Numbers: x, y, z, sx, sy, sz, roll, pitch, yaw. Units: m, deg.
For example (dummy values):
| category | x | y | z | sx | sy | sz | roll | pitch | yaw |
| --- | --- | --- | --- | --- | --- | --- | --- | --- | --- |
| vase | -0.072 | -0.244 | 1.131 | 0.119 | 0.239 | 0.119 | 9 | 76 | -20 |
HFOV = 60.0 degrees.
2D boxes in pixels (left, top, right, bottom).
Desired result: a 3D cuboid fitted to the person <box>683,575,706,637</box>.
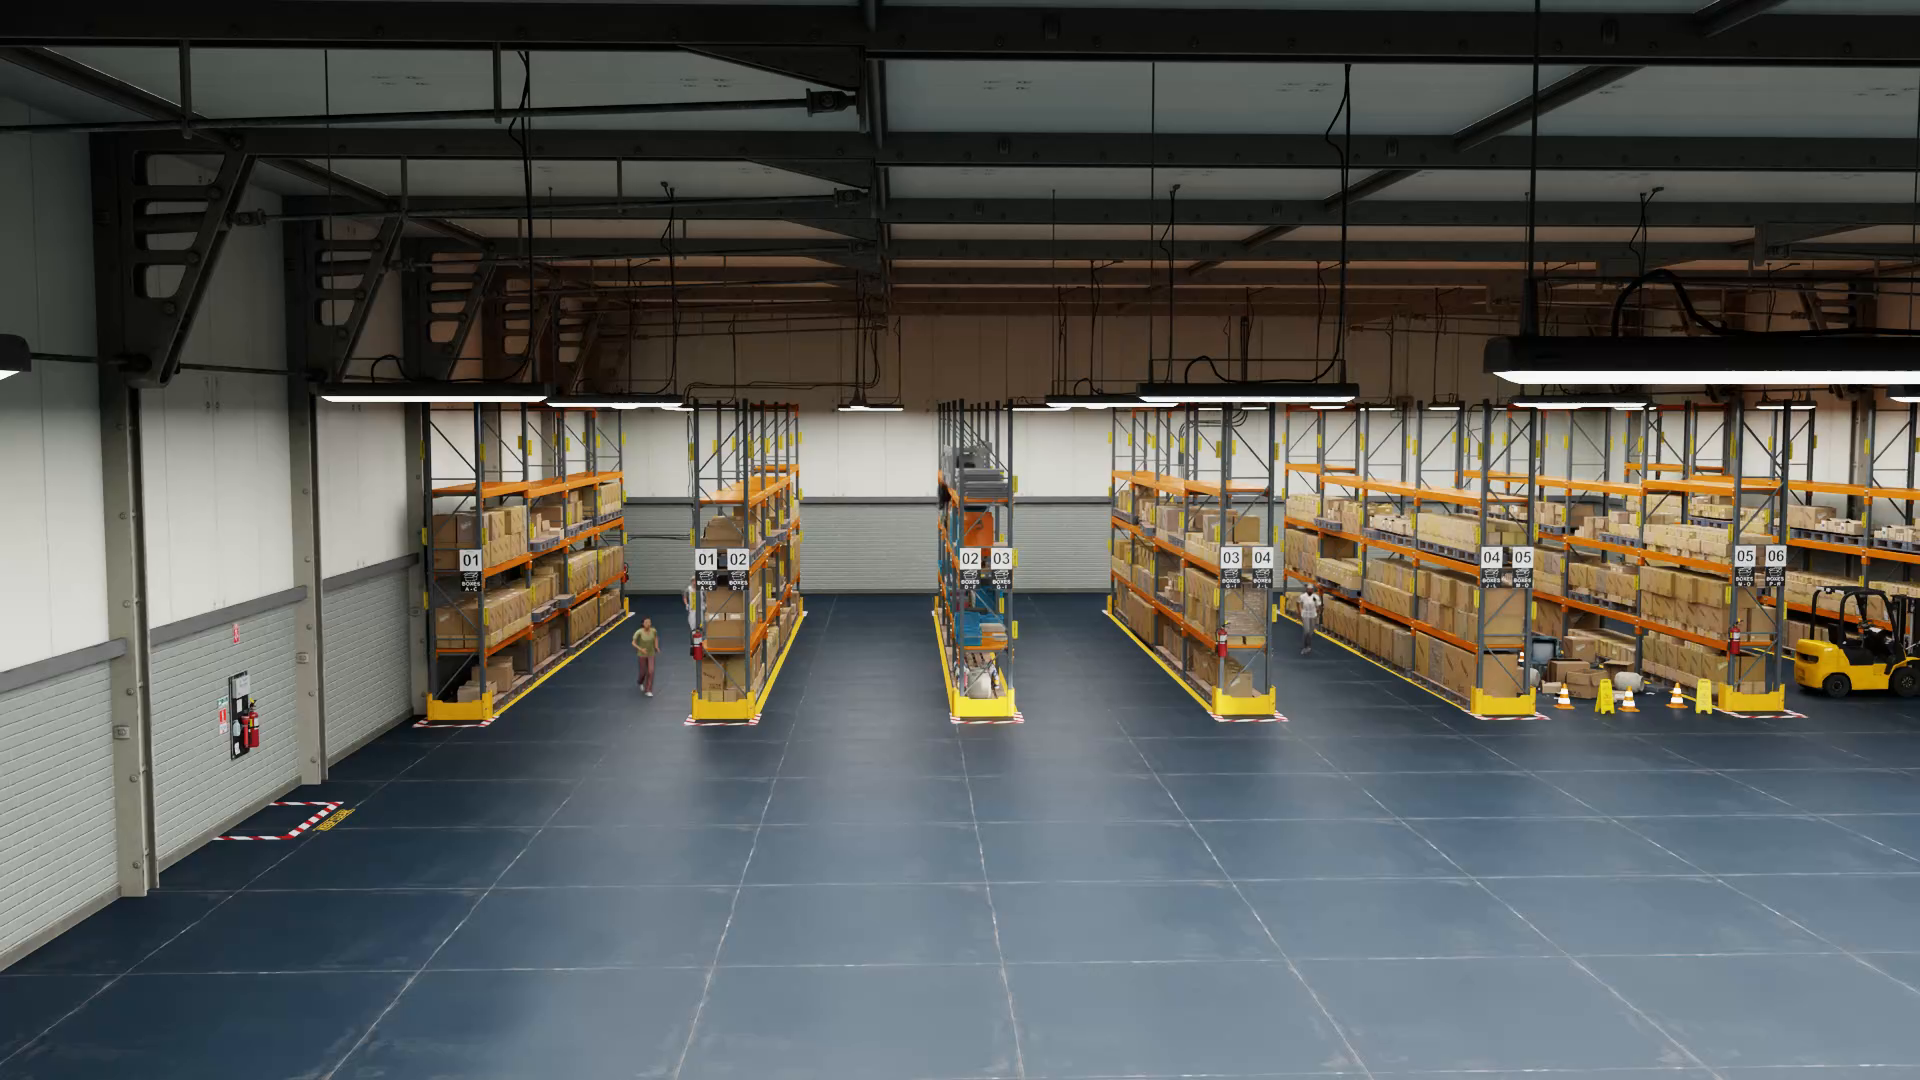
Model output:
| category | x | y | z | sx | sy | sz | roll | pitch | yaw |
| --- | --- | --- | --- | --- | --- | --- | --- | --- | --- |
| person | -6.535 | 1.731 | 41.240 | 0.659 | 1.728 | 0.644 | 0 | 4 | 1 |

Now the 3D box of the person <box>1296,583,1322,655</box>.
| category | x | y | z | sx | sy | sz | roll | pitch | yaw |
| --- | --- | --- | --- | --- | --- | --- | --- | --- | --- |
| person | 8.358 | 1.875 | 39.697 | 0.554 | 1.731 | 0.730 | 0 | 4 | -5 |

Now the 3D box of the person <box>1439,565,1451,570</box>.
| category | x | y | z | sx | sy | sz | roll | pitch | yaw |
| --- | --- | --- | --- | --- | --- | --- | --- | --- | --- |
| person | 14.385 | 1.142 | 49.117 | 0.711 | 1.708 | 0.644 | 0 | 4 | 0 |

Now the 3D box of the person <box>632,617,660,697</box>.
| category | x | y | z | sx | sy | sz | roll | pitch | yaw |
| --- | --- | --- | --- | --- | --- | --- | --- | --- | --- |
| person | -6.410 | 2.347 | 33.832 | 0.572 | 1.627 | 0.840 | -2 | 5 | -23 |
